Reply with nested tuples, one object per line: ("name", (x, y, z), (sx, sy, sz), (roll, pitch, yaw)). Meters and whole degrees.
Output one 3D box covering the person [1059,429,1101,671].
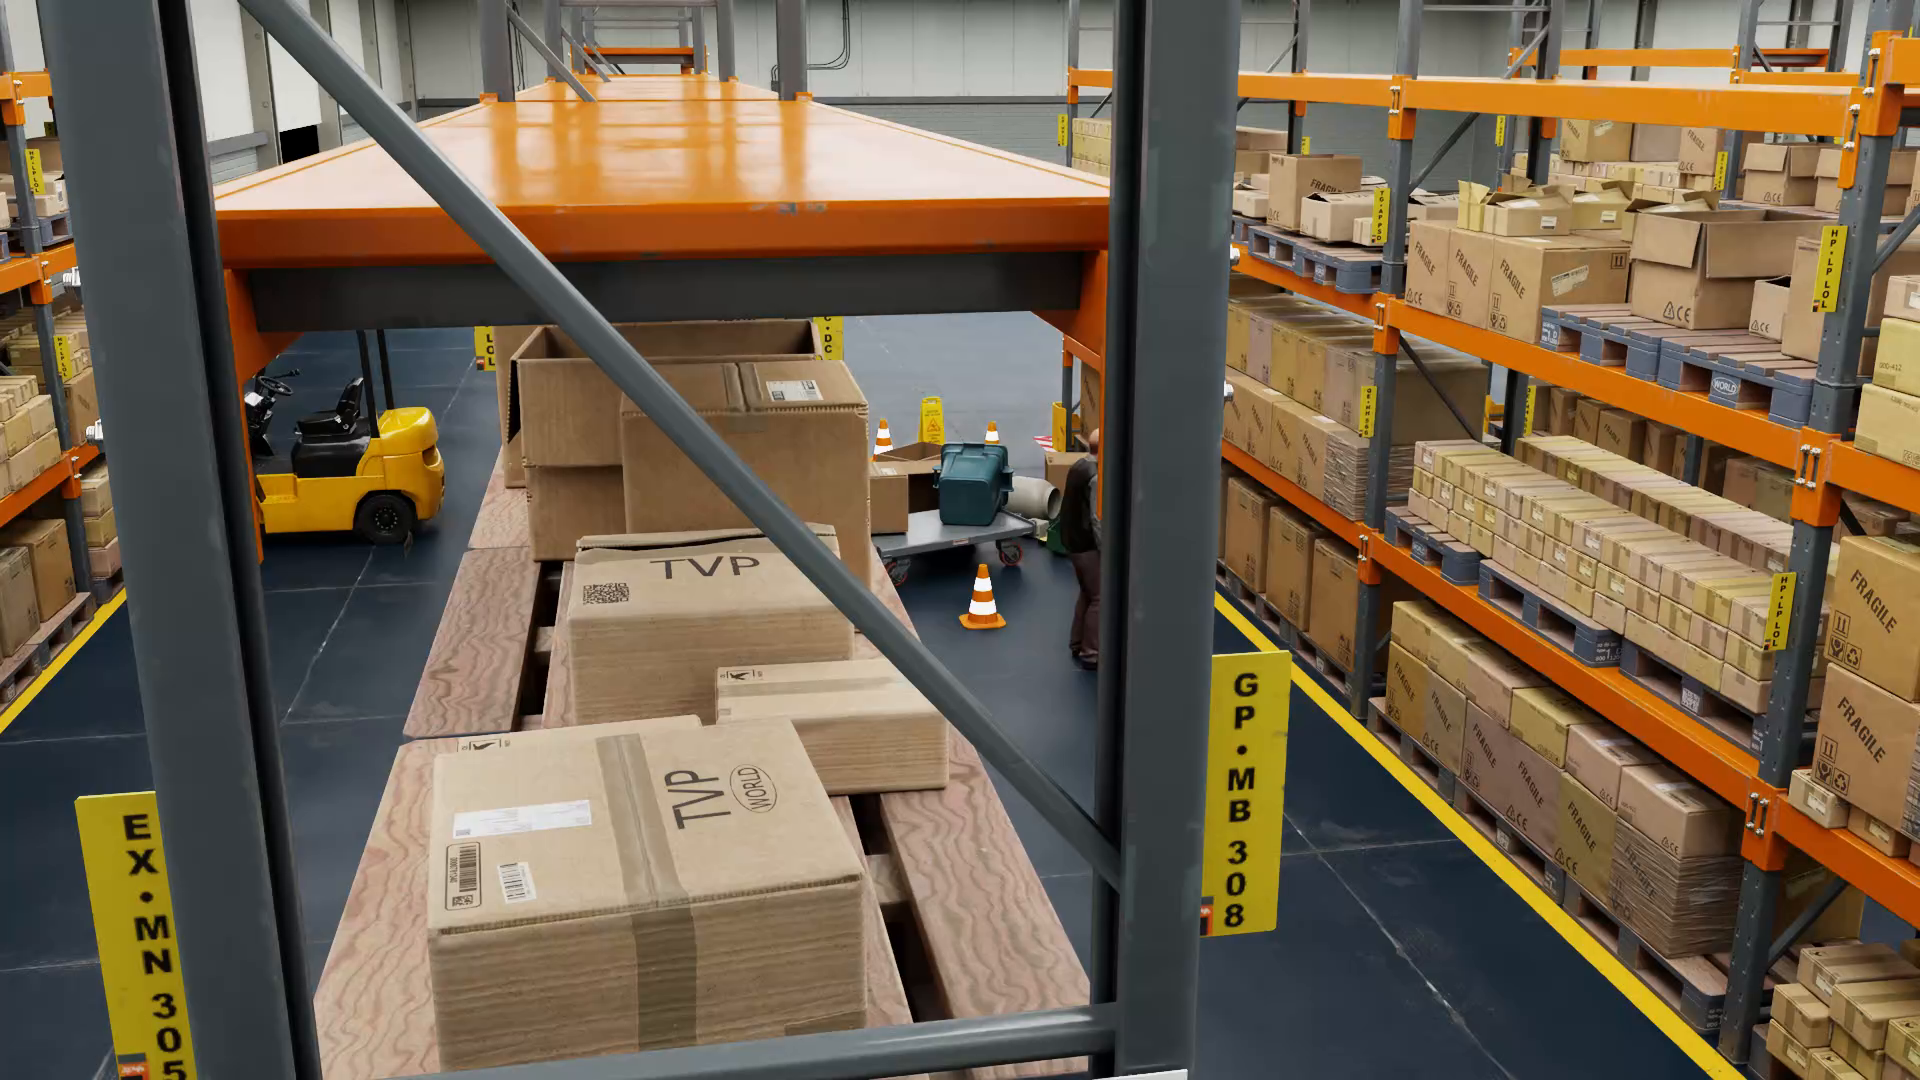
("person", (0.931, 0.050, 11.907), (0.426, 1.719, 0.578), (-4, 17, -13))
